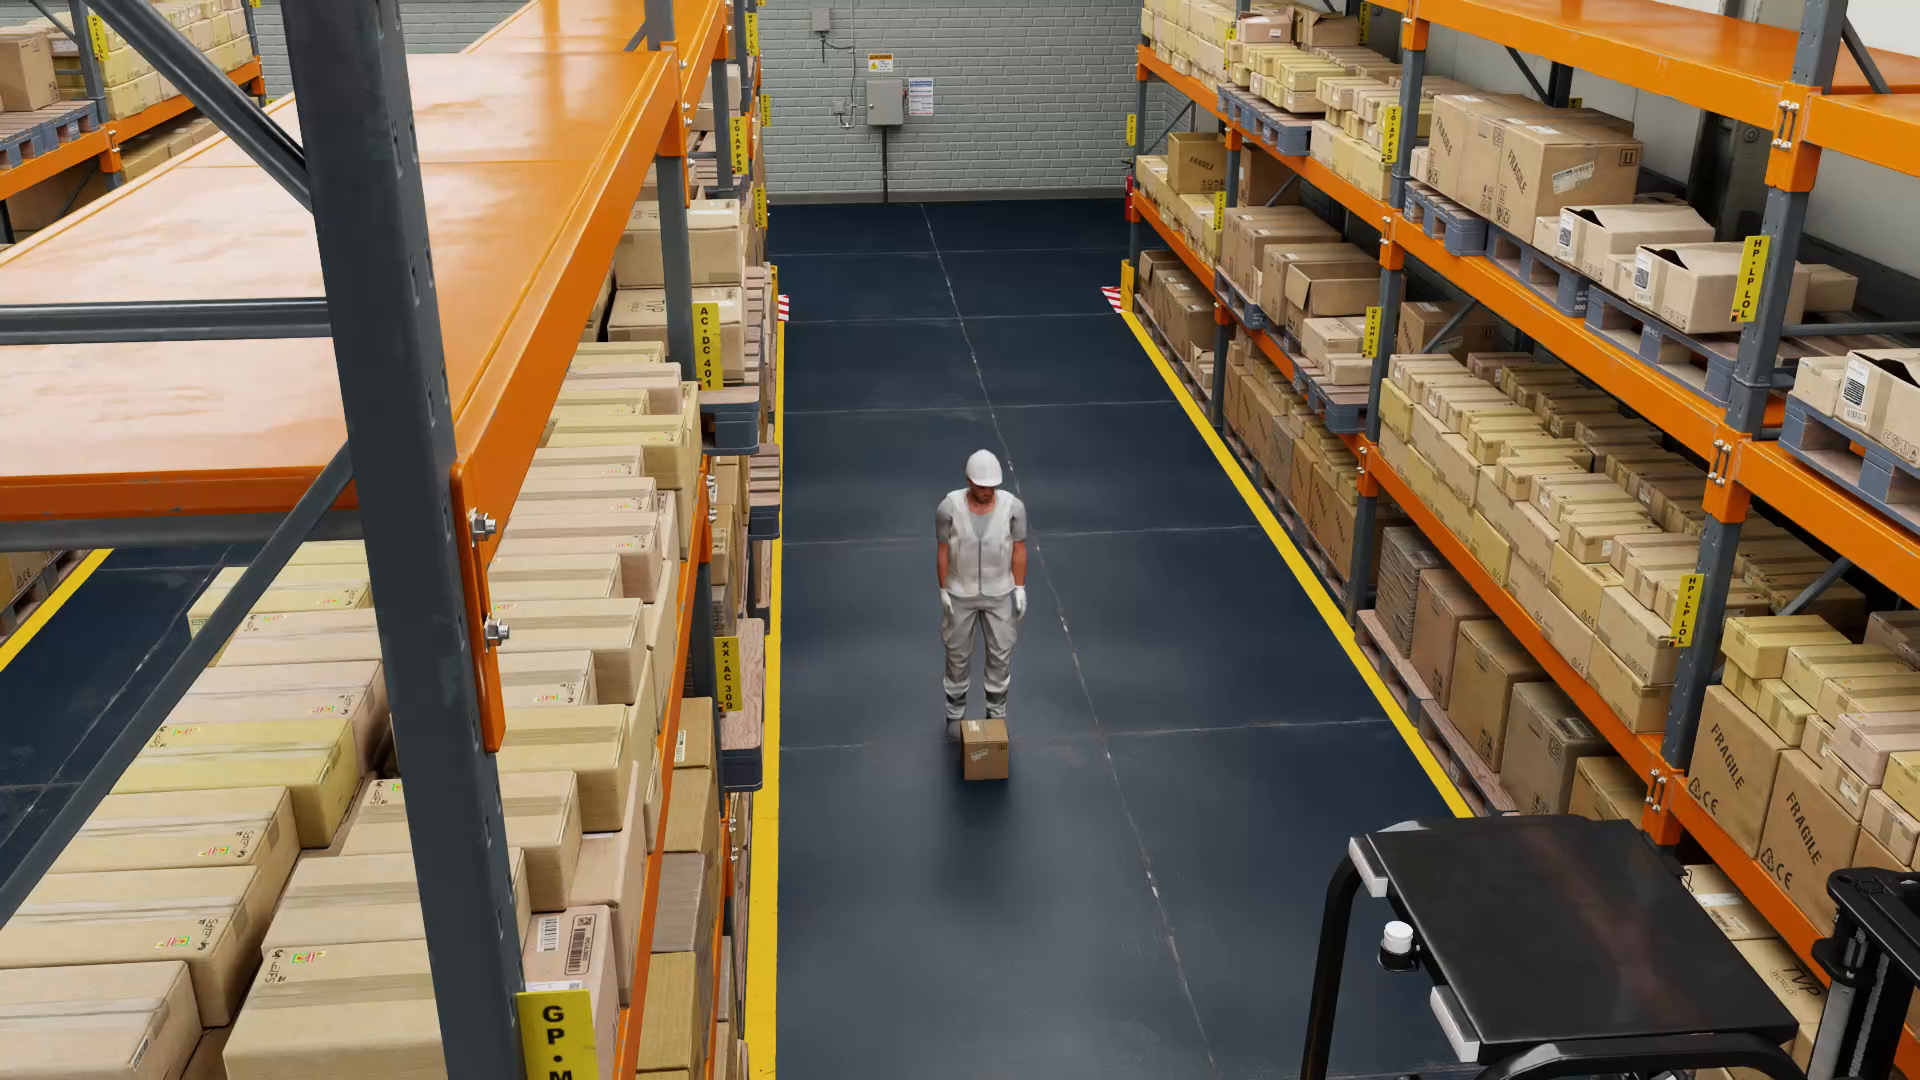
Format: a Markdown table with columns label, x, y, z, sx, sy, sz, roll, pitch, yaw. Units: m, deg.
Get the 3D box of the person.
| label | x | y | z | sx | sy | sz | roll | pitch | yaw |
| --- | --- | --- | --- | --- | --- | --- | --- | --- | --- |
| person | 0.125 | 0.316 | 9.595 | 0.528 | 1.782 | 0.357 | -2 | 24 | -4 |
